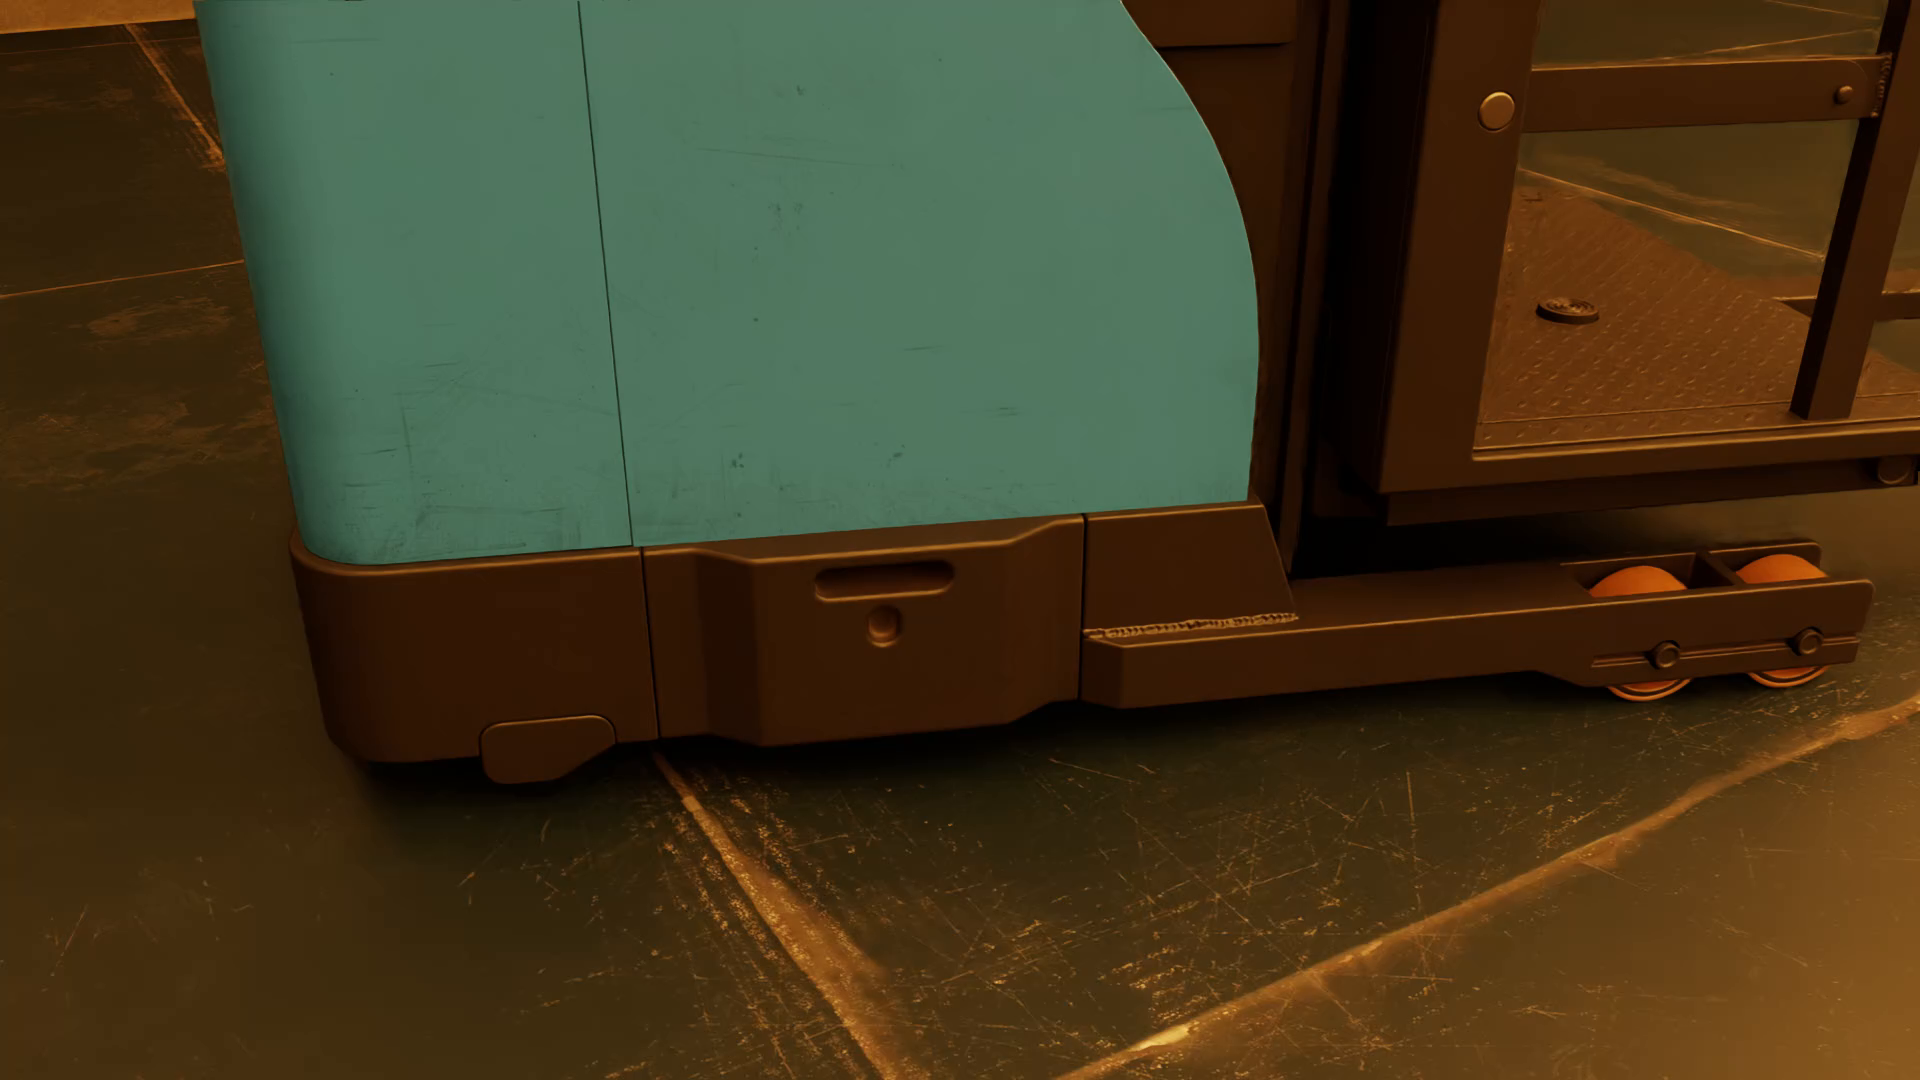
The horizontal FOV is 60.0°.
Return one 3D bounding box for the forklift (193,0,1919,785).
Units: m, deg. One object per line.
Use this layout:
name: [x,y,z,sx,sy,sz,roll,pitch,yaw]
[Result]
forklift: [0.689,-1.336,1.893,3.031,2.935,1.130,-4,27,-9]
